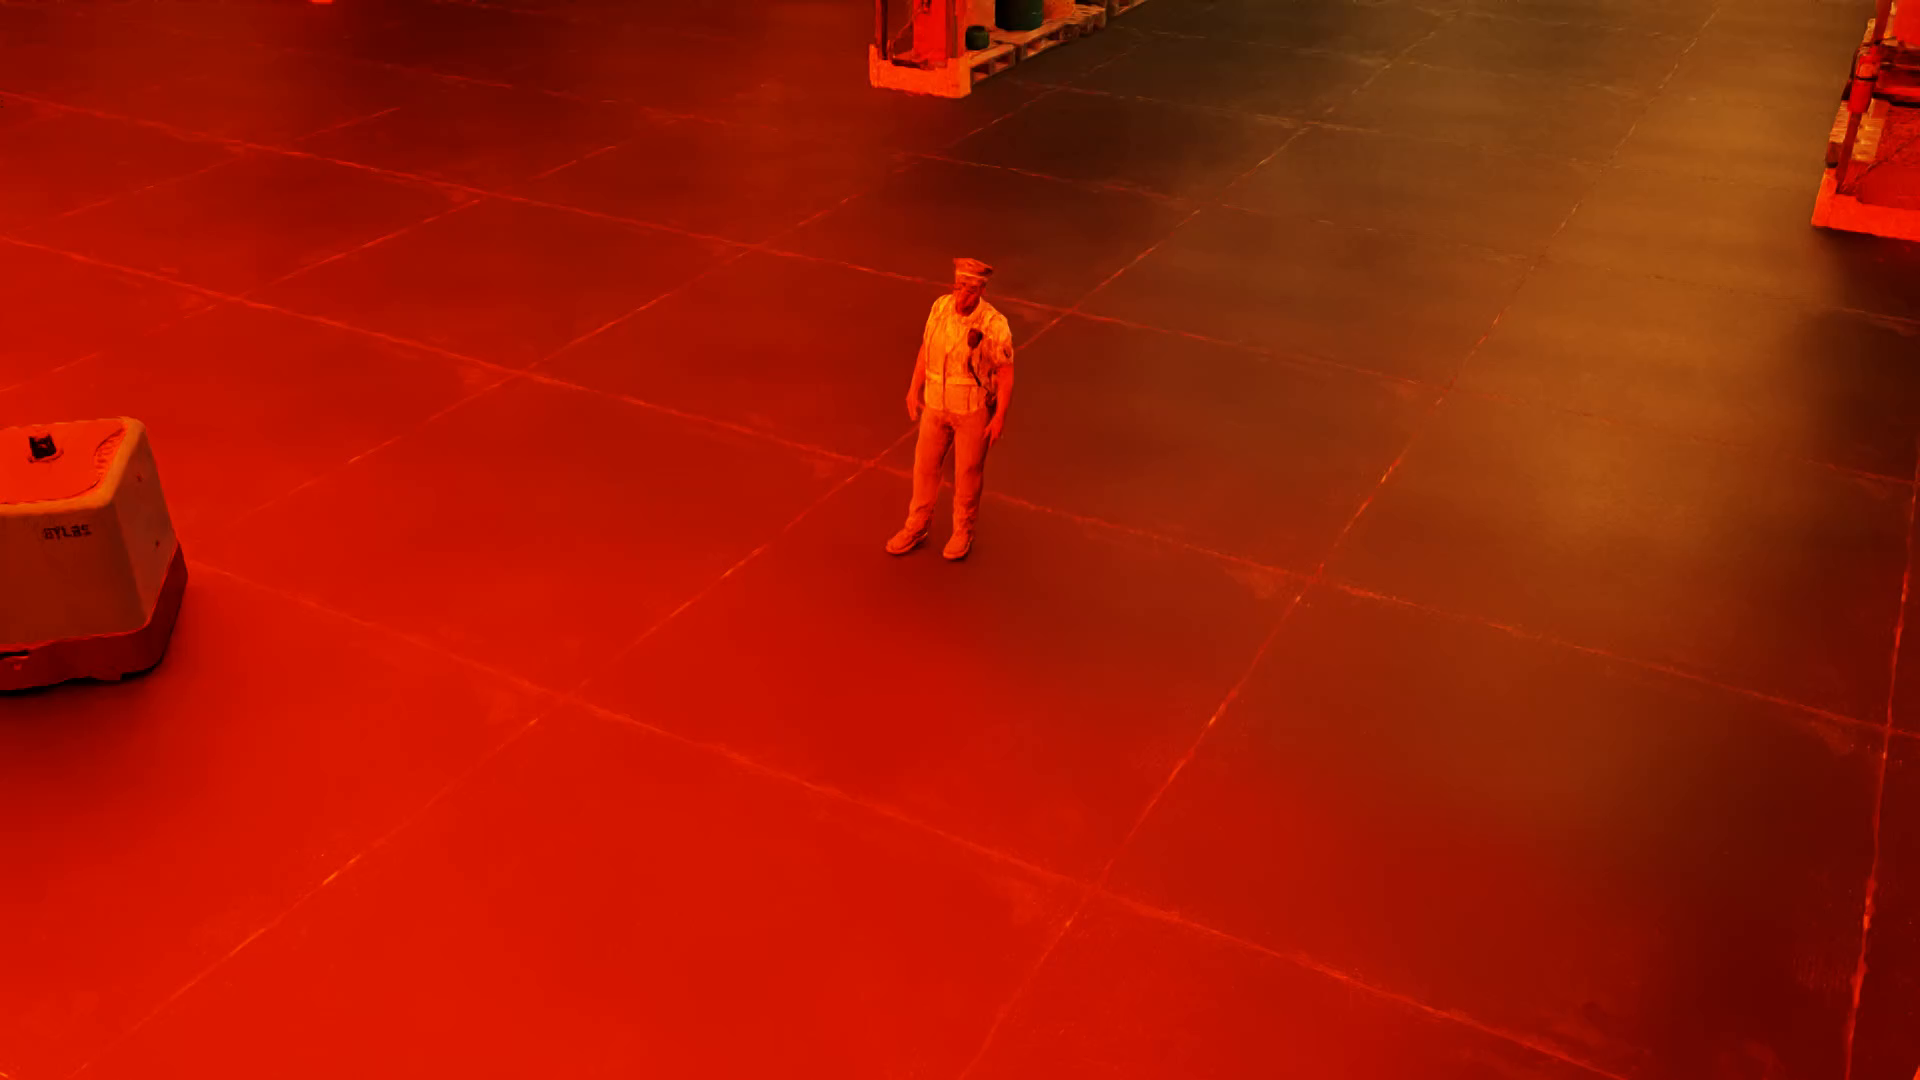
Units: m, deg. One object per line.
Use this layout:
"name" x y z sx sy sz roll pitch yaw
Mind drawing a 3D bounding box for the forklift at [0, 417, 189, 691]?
"forklift" -5.788 -0.623 8.150 3.031 2.935 1.130 -6 31 -11

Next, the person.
"person" -0.048 -0.746 9.500 0.640 1.778 0.574 15 33 25
